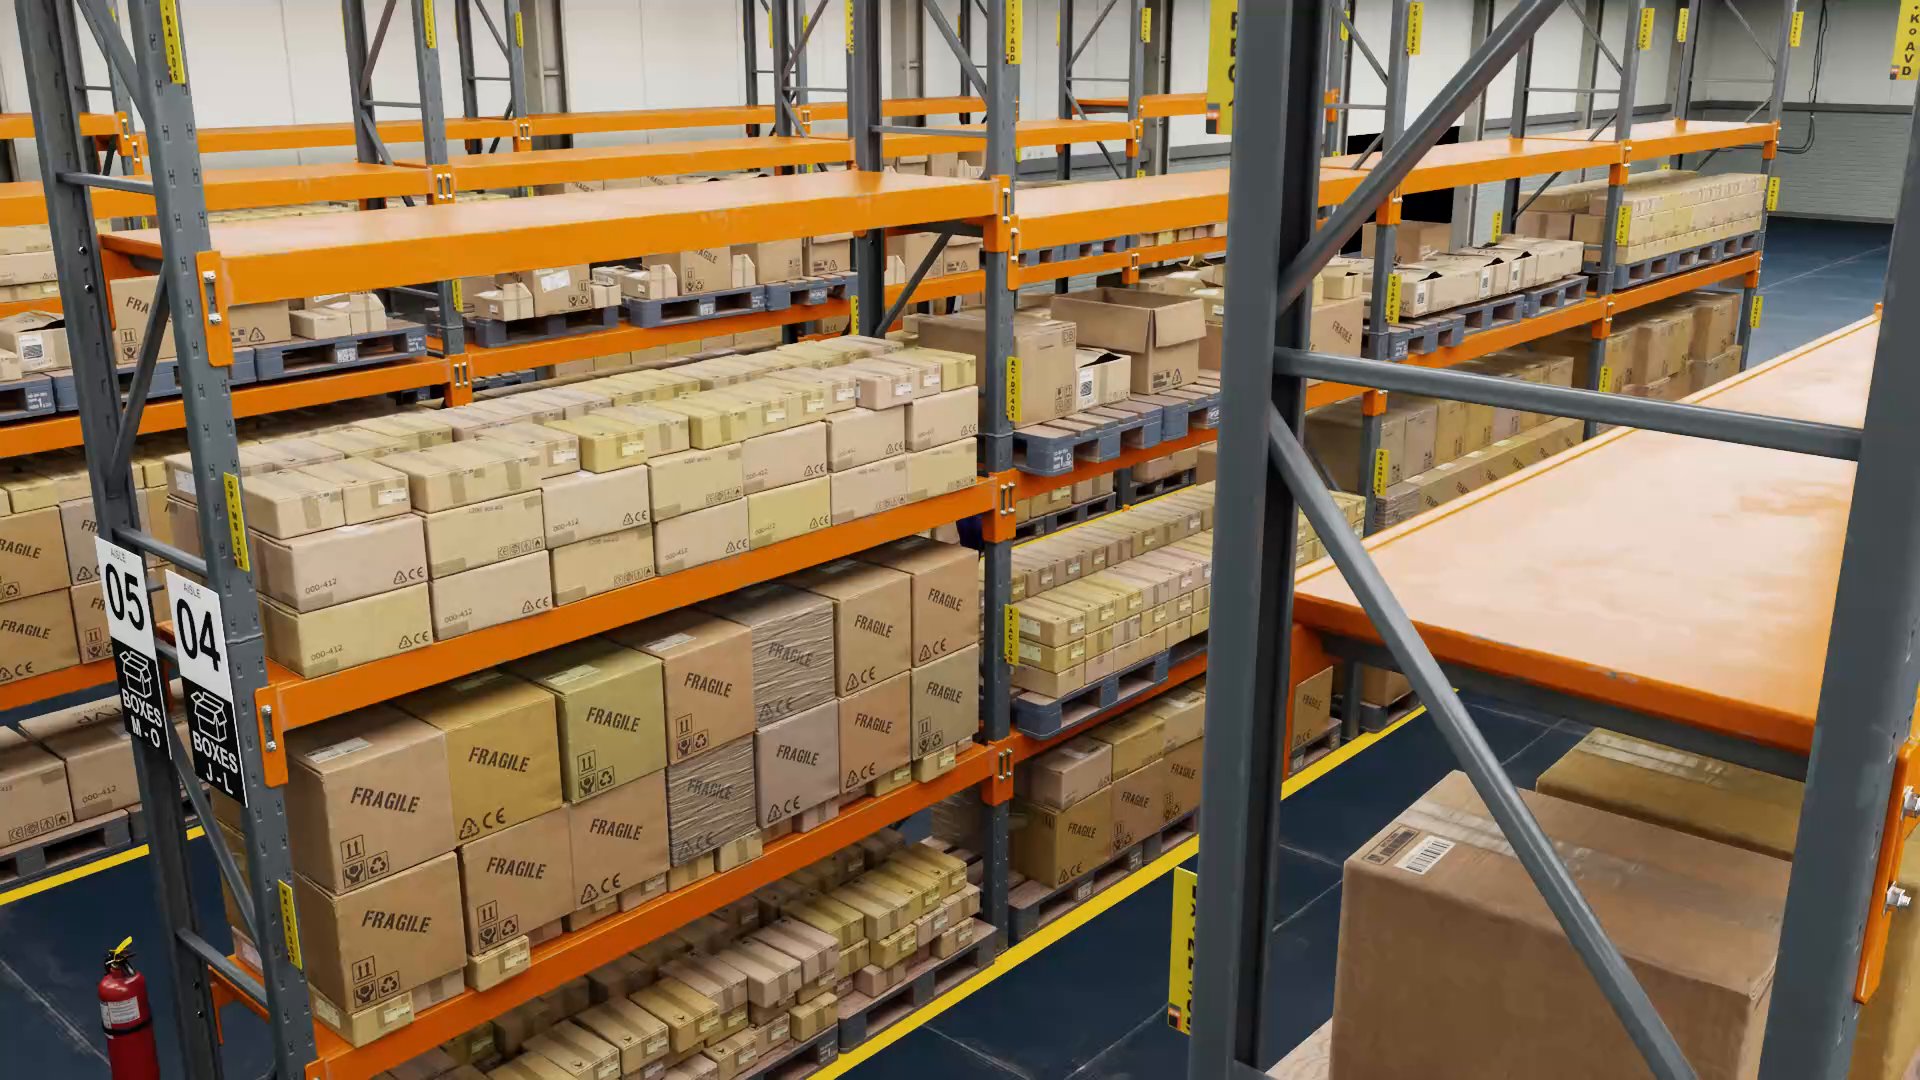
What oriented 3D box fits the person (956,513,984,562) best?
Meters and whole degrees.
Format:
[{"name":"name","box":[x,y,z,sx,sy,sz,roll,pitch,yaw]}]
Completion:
[{"name":"person","box":[0.194,-0.164,14.771,0.559,1.652,0.365,13,21,36]}]
